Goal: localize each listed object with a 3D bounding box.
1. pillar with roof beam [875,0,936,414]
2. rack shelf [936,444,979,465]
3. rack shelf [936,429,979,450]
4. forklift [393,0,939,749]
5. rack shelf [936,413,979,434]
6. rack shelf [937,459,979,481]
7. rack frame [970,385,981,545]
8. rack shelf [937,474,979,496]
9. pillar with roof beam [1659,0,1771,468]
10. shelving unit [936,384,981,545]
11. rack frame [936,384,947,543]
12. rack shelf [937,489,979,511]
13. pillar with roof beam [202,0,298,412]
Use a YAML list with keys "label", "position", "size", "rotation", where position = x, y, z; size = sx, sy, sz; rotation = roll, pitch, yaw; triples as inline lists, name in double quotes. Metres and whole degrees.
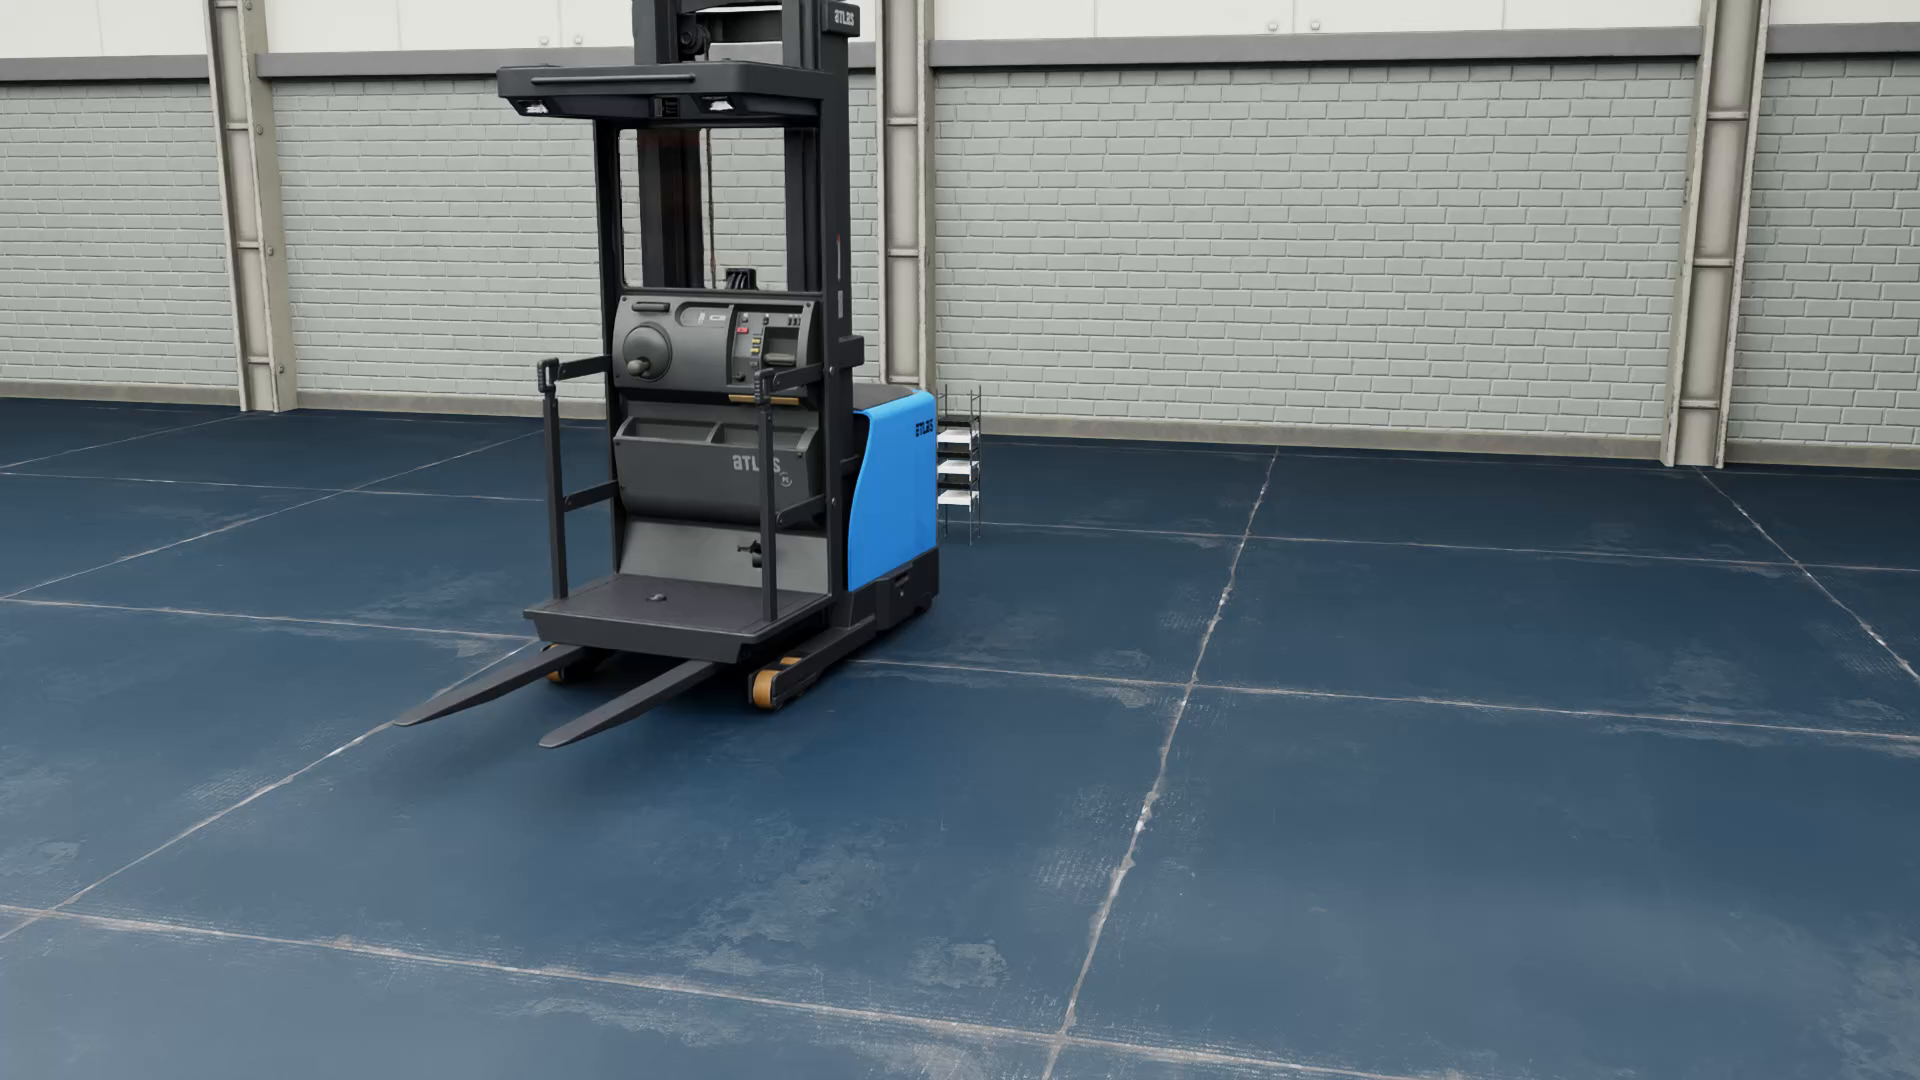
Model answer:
- label: "pillar with roof beam"
  position: [-1.461, -4.363, 8.622]
  size: [0.400, 9.000, 9.100]
  rotation: [3, 13, 14]
- label: "rack shelf"
  position: [-0.008, -0.495, 9.626]
  size: [0.200, 0.077, 0.258]
  rotation: [3, 13, 14]
- label: "rack shelf"
  position: [-0.008, -0.583, 9.606]
  size: [0.200, 0.077, 0.258]
  rotation: [3, 13, 14]
- label: "forklift"
  position: [-1.118, -0.850, 6.798]
  size: [1.130, 2.935, 3.031]
  rotation: [5, 13, 21]
- label: "rack shelf"
  position: [-0.008, -0.671, 9.587]
  size: [0.200, 0.077, 0.258]
  rotation: [3, 13, 14]
- label: "rack shelf"
  position: [-0.008, -0.407, 9.645]
  size: [0.200, 0.077, 0.258]
  rotation: [3, 13, 14]
- label: "rack frame"
  position: [0.091, -0.434, 9.614]
  size: [0.006, 0.900, 0.240]
  rotation: [3, 13, 14]
- label: "rack shelf"
  position: [-0.008, -0.319, 9.665]
  size: [0.200, 0.077, 0.258]
  rotation: [3, 13, 14]
- label: "pillar with roof beam"
  position: [4.364, -4.052, 7.219]
  size: [0.400, 9.000, 9.100]
  rotation: [3, 13, 14]
- label: "shelving unit"
  position: [-0.008, -0.440, 9.638]
  size: [0.210, 0.900, 0.258]
  rotation: [3, 13, 14]
- label: "rack frame"
  position: [-0.107, -0.445, 9.662]
  size: [0.006, 0.900, 0.240]
  rotation: [3, 13, 14]
- label: "rack shelf"
  position: [-0.008, -0.231, 9.684]
  size: [0.200, 0.077, 0.258]
  rotation: [3, 13, 14]
- label: "pillar with roof beam"
  position: [-7.286, -4.674, 10.026]
  size: [0.400, 9.000, 9.100]
  rotation: [3, 13, 14]
